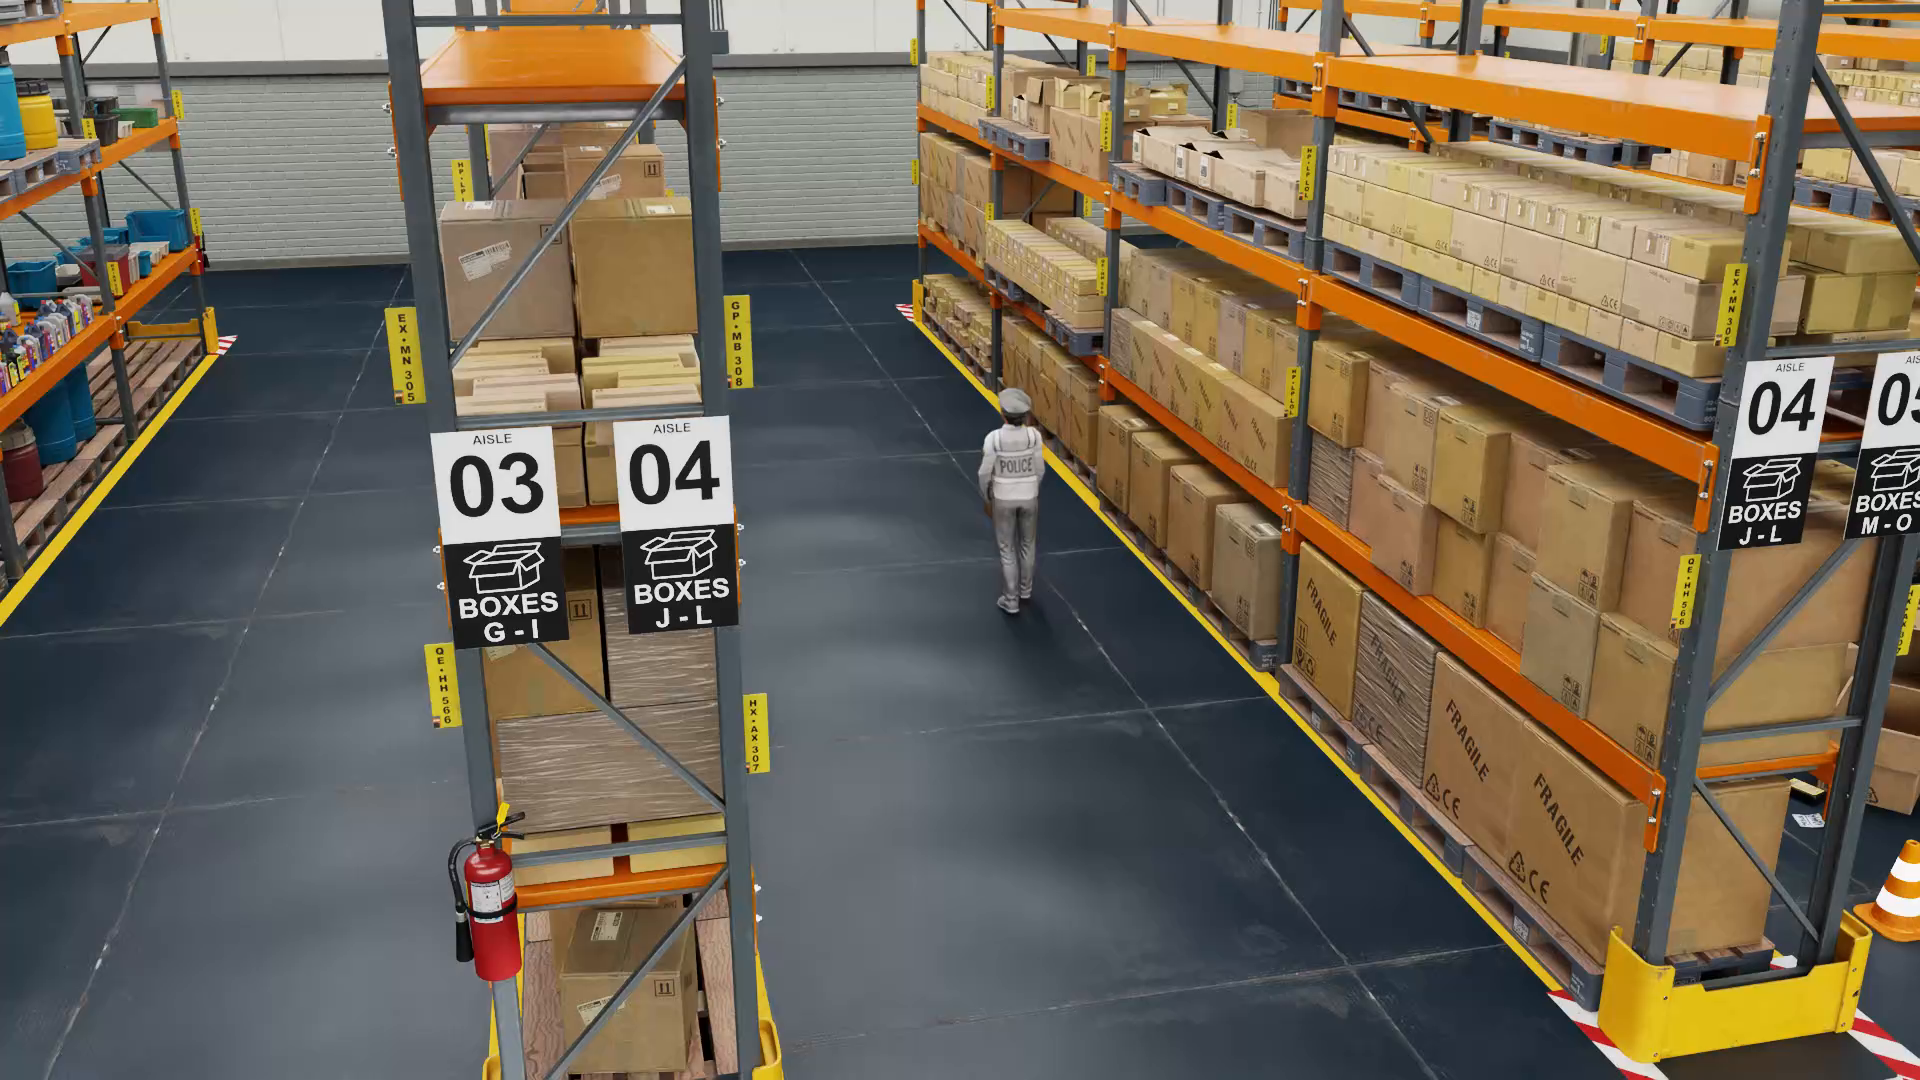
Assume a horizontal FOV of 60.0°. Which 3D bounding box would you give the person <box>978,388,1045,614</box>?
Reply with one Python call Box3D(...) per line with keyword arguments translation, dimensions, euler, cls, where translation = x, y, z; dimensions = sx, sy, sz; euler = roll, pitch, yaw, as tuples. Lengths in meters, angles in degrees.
Box3D(translation=(0.360, -0.327, 12.397), dimensions=(0.500, 1.695, 0.540), euler=(-5, 20, -13), cls="person")
